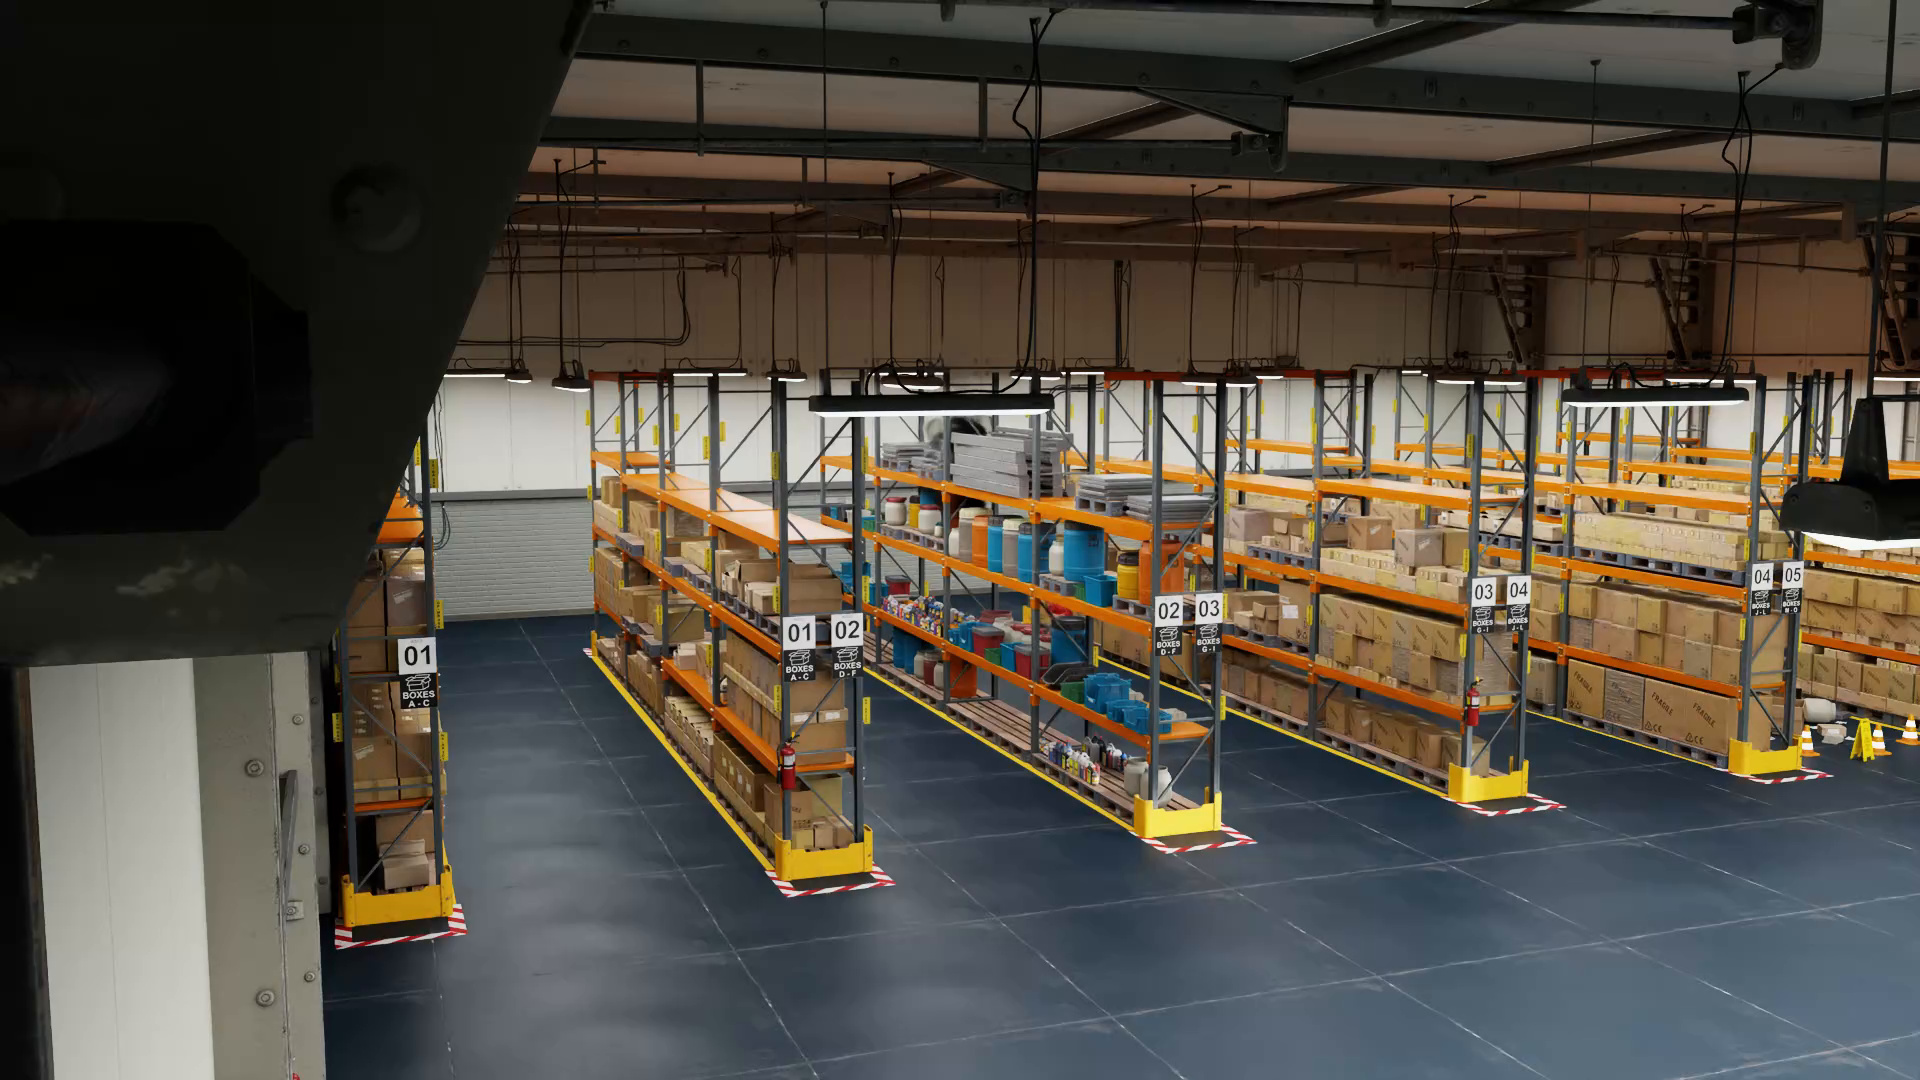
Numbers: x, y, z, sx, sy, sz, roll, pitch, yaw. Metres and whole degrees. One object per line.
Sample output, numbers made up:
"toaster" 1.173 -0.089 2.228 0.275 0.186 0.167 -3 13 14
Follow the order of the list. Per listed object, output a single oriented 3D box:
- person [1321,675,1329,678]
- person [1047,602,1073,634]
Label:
"person" 7.281 1.877 32.394 0.569 1.673 0.655 -3 7 -27
"person" 1.895 1.699 31.215 0.608 1.782 0.834 -3 7 -24
